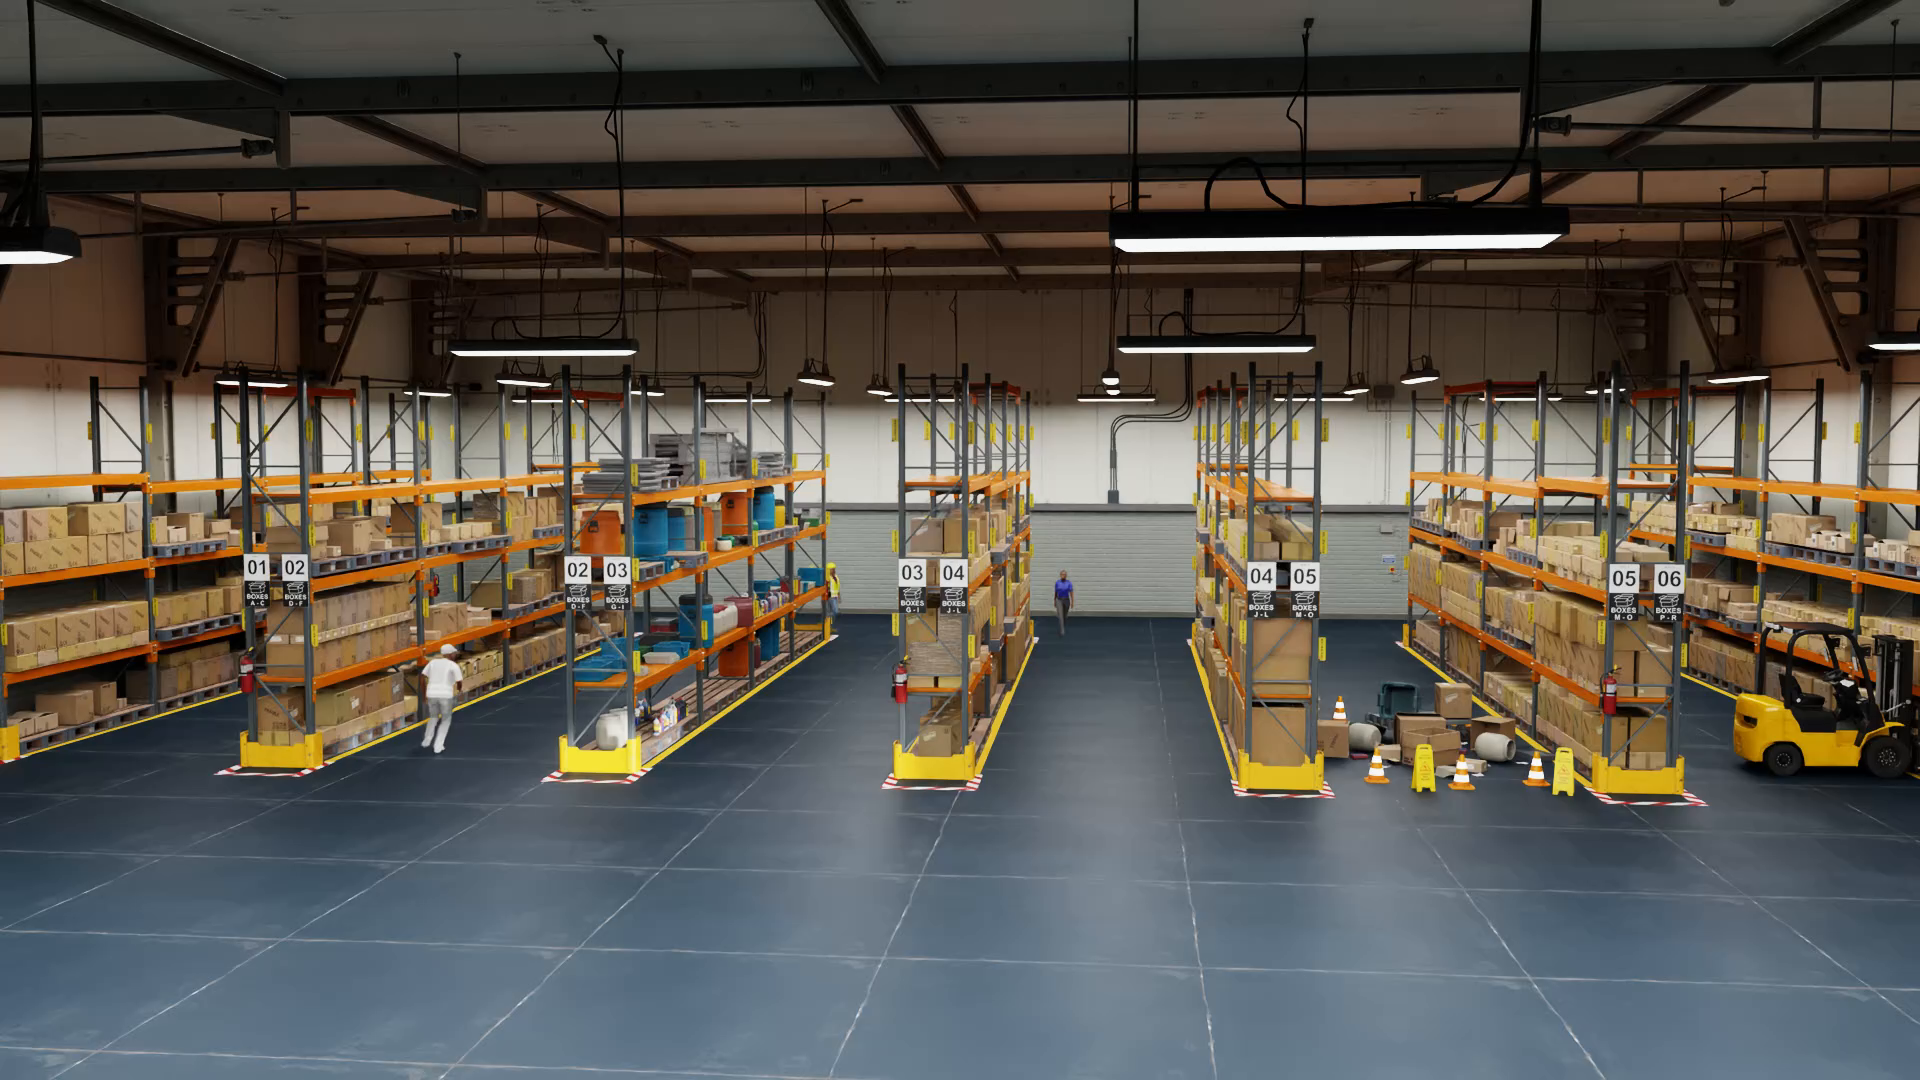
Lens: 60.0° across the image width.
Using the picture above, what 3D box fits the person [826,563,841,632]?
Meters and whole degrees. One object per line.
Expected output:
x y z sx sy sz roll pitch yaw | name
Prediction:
-3.196 1.444 41.581 0.449 1.755 0.572 1 4 18 | person

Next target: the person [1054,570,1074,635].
2.590 1.541 41.275 0.437 1.585 1.068 -1 4 -9 | person

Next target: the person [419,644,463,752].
-8.226 2.489 26.371 0.704 1.657 0.743 0 4 7 | person

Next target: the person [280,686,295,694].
-11.554 2.348 28.815 0.564 1.645 0.808 -1 4 -12 | person
